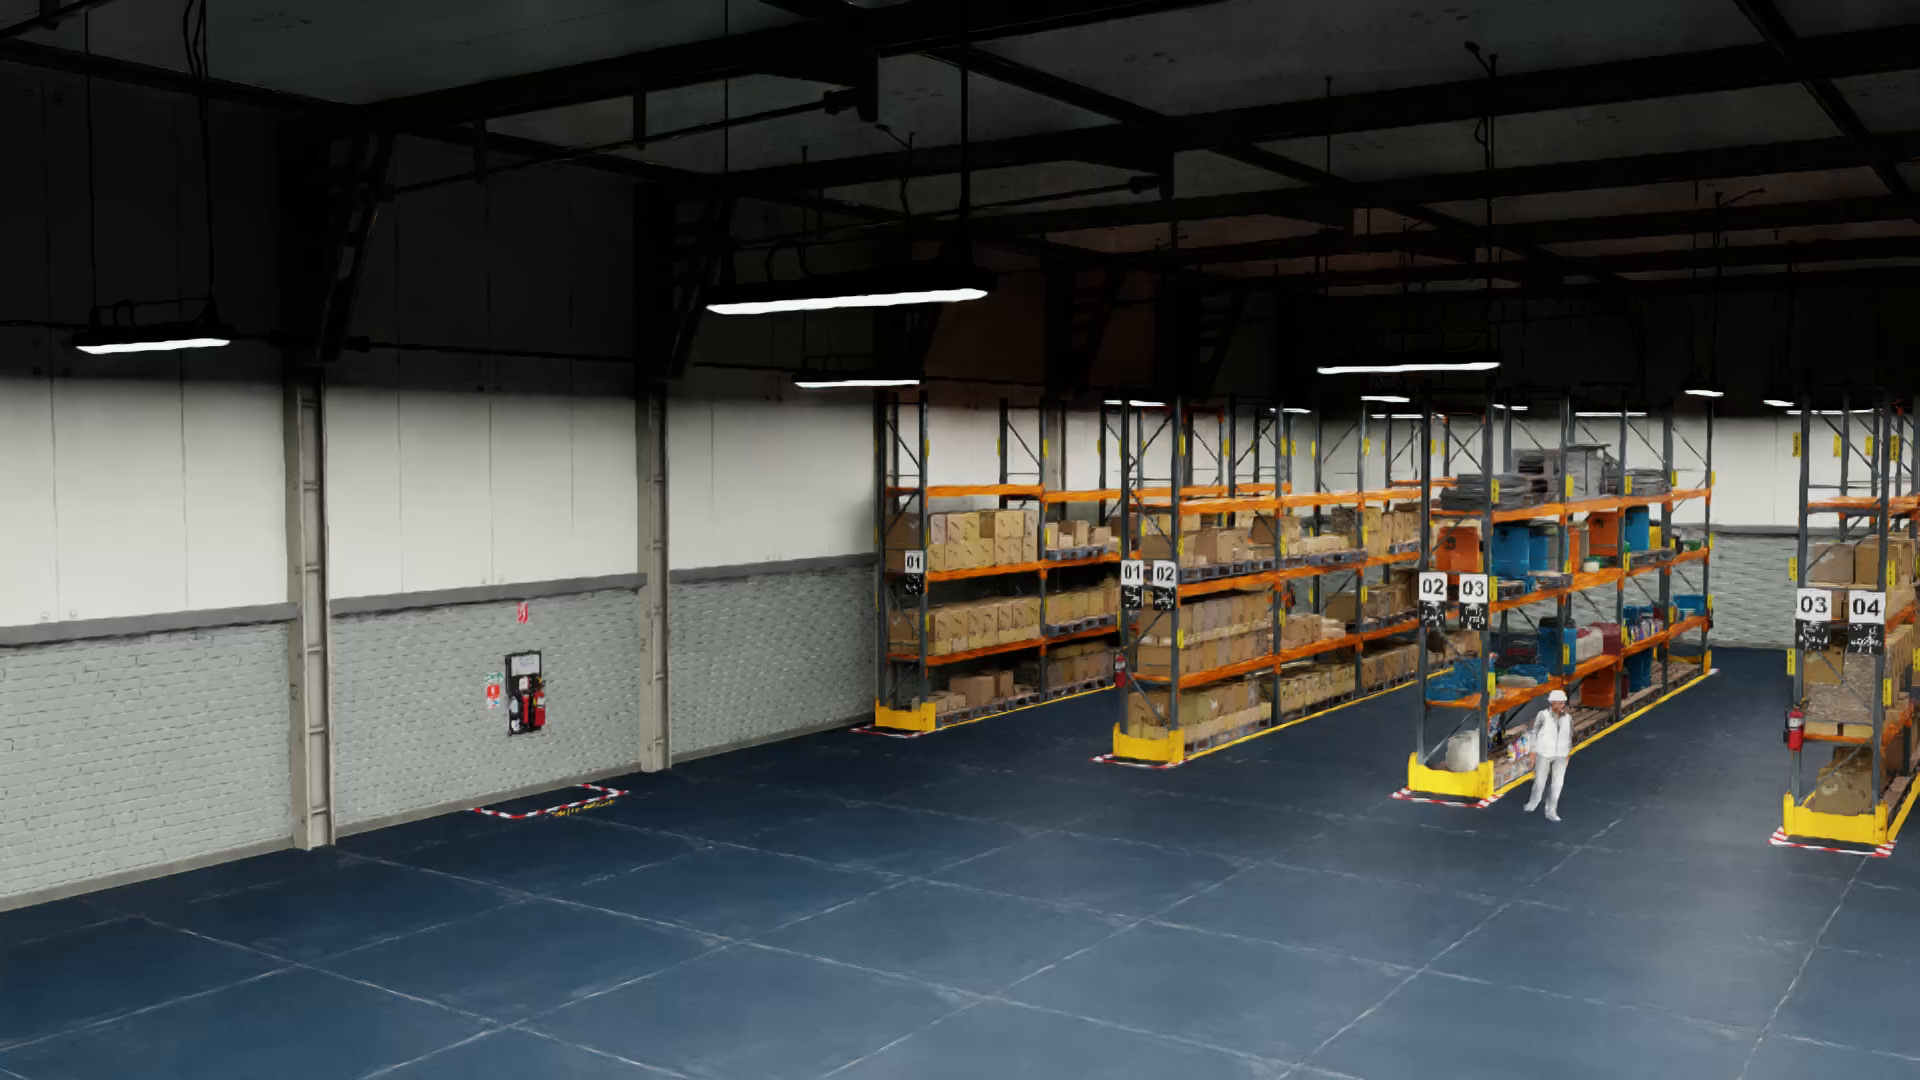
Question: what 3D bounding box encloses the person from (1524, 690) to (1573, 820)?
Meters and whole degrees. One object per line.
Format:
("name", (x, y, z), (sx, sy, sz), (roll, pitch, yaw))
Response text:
("person", (7.952, 2.879, 22.428), (0.589, 1.762, 0.567), (0, 3, -1))
